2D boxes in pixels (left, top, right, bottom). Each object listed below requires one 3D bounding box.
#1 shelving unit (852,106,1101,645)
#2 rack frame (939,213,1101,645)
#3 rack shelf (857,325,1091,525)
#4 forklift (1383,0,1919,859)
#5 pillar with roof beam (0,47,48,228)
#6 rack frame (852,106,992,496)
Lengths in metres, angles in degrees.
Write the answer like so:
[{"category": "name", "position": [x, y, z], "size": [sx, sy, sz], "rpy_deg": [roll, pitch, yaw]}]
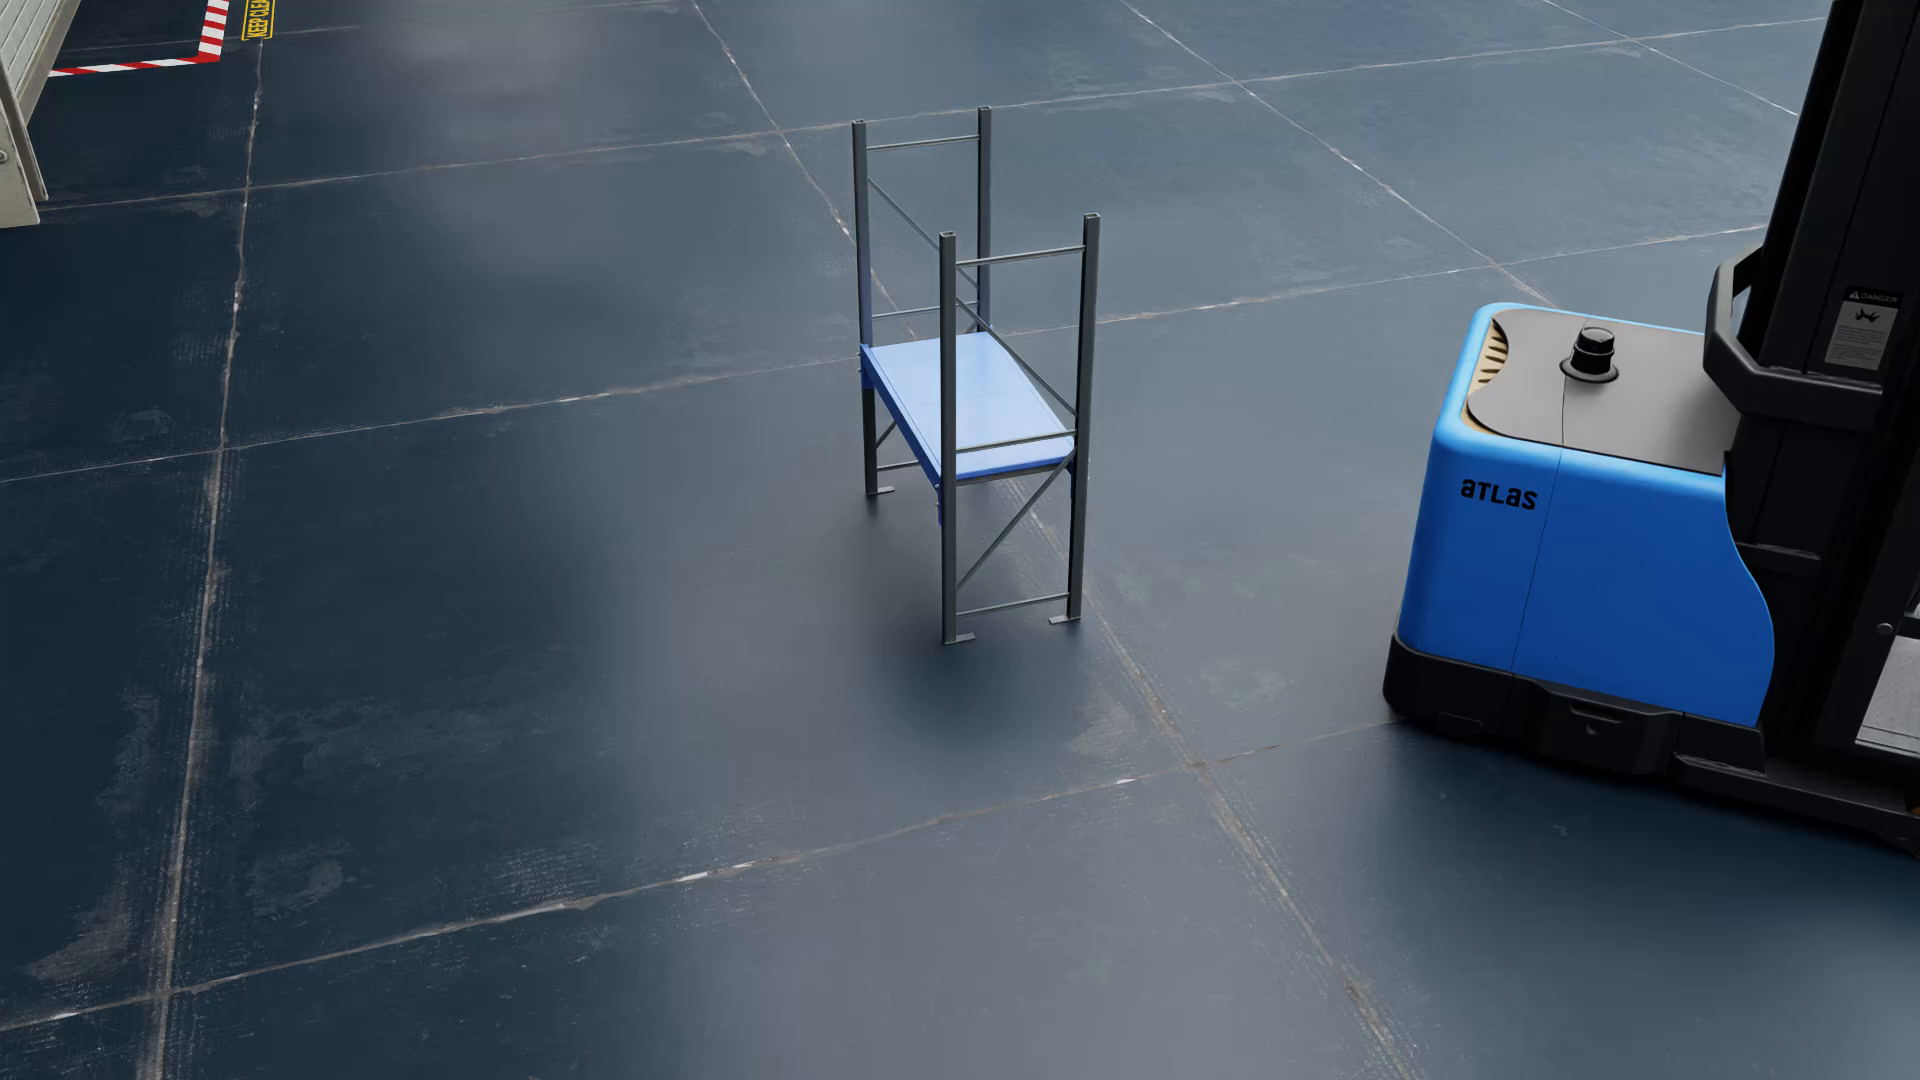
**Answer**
[{"category": "shelving unit", "position": [0.026, -0.581, 5.769], "size": [0.538, 1.500, 1.048], "rpy_deg": [-10, 35, -15]}, {"category": "rack frame", "position": [0.181, -0.314, 5.365], "size": [0.500, 1.500, 0.032], "rpy_deg": [-10, 35, -15]}, {"category": "rack shelf", "position": [0.026, -0.431, 5.868], "size": [0.538, 0.185, 1.000], "rpy_deg": [-10, 35, -15]}, {"category": "forklift", "position": [2.932, -0.580, 4.469], "size": [3.031, 2.935, 1.130], "rpy_deg": [13, 36, 18]}, {"category": "pillar with roof beam", "position": [-0.969, -6.224, 7.507], "size": [9.100, 9.000, 0.400], "rpy_deg": [-10, 35, -15]}, {"category": "rack frame", "position": [-0.129, -0.848, 6.173], "size": [0.500, 1.500, 0.032], "rpy_deg": [-10, 35, -15]}]
